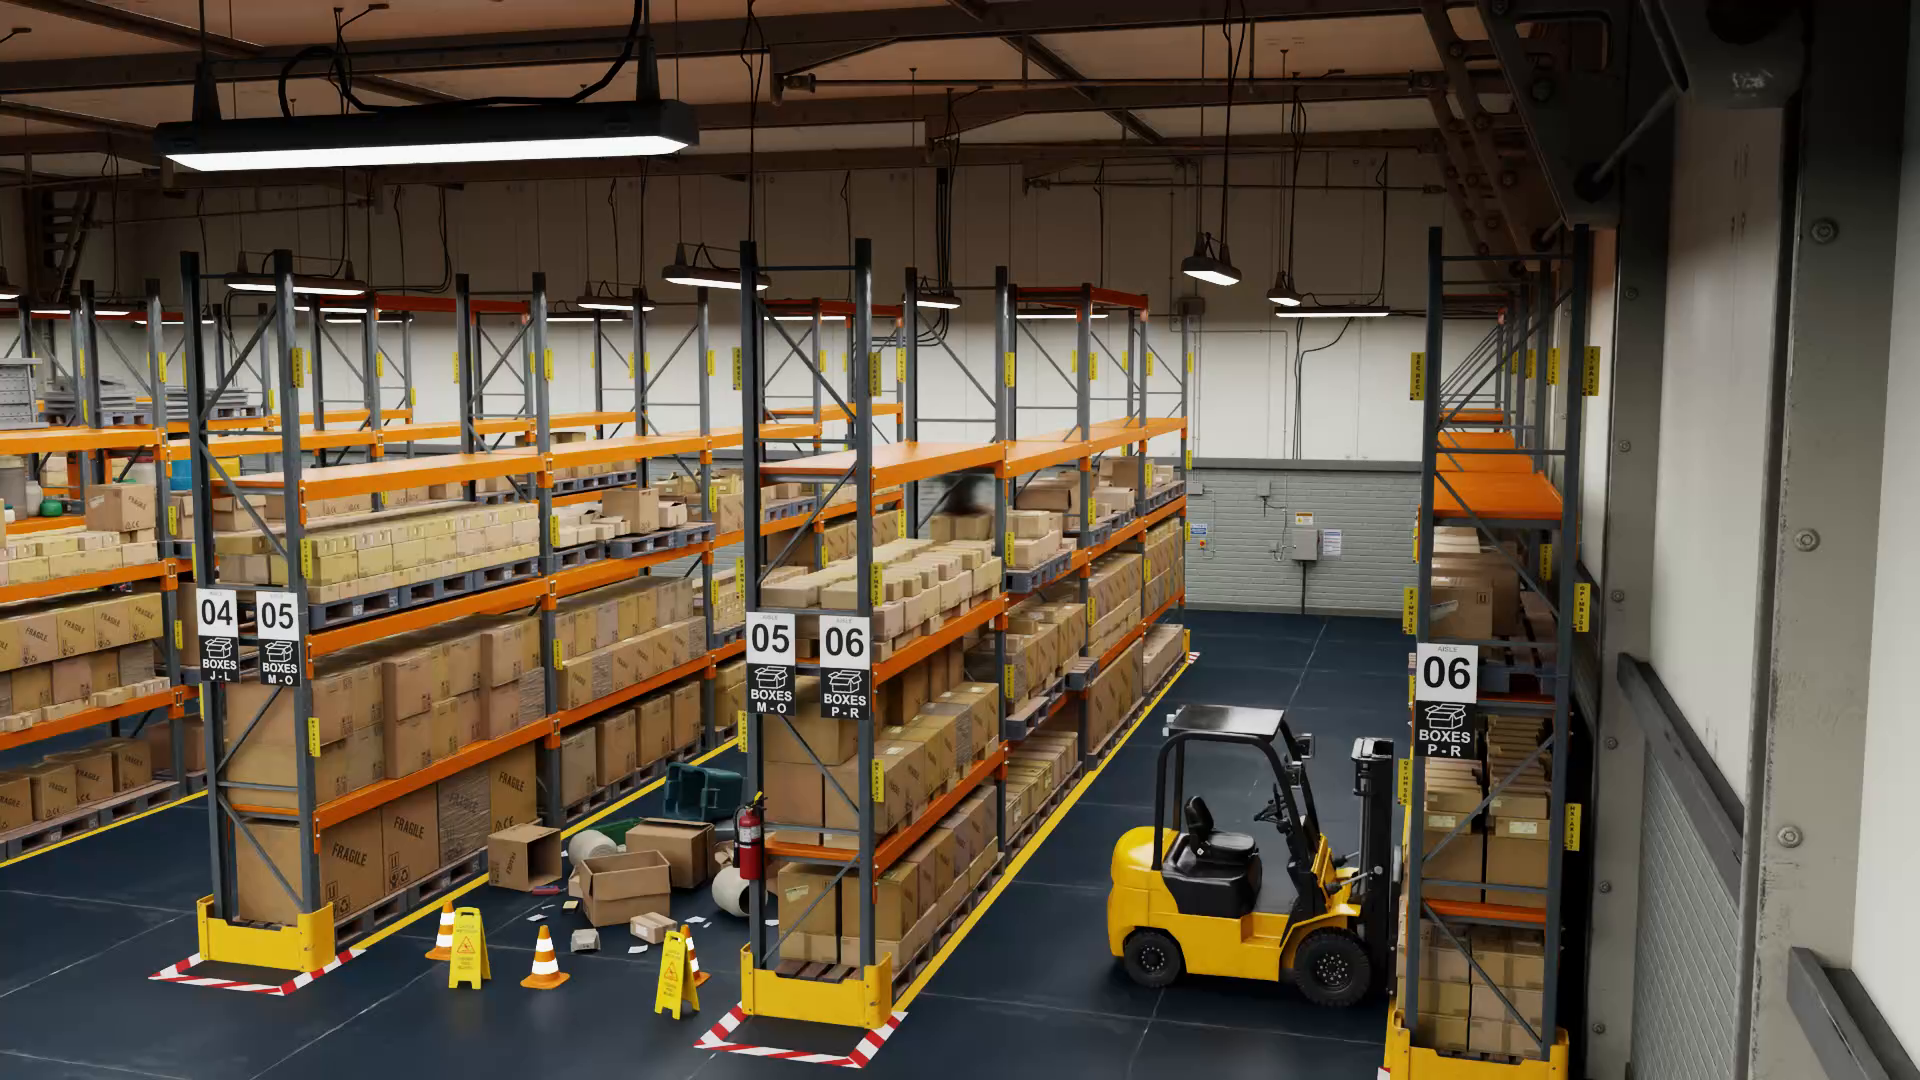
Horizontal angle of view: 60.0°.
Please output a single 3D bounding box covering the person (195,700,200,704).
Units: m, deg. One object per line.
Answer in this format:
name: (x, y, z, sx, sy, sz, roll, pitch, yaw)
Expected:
person: (-11.051, 1.538, 24.749, 0.711, 1.752, 1.019, 0, 6, 4)
